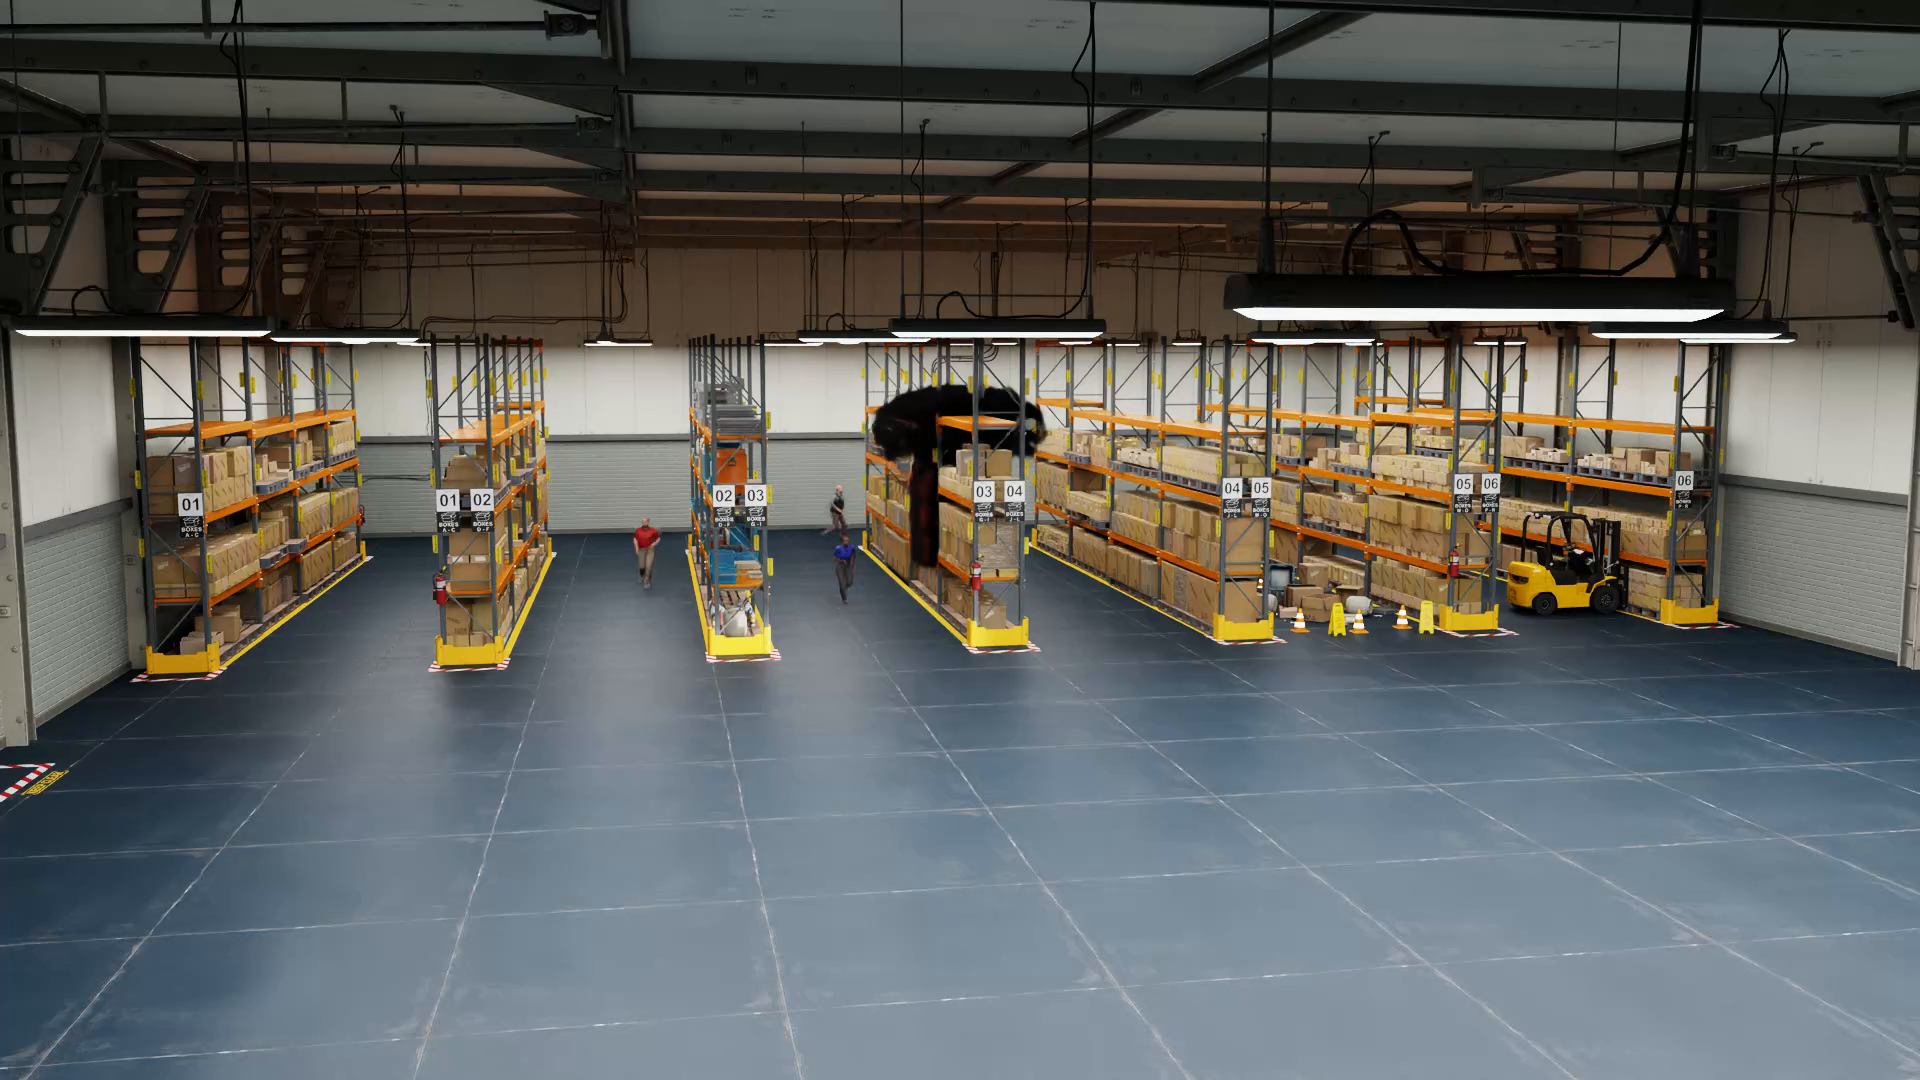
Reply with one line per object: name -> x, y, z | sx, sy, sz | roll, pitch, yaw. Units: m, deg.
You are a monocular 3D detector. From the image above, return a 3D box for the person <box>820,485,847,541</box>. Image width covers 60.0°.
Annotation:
person -> -3.746, -0.774, 49.645 | 0.786, 1.720, 0.713 | 1, 7, 7

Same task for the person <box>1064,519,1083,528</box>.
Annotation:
person -> 3.410, -0.843, 49.864 | 0.678, 1.736, 0.710 | -2, 7, -20

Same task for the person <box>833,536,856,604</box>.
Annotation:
person -> -2.573, 0.670, 37.392 | 0.562, 1.572, 0.676 | -2, 7, -16

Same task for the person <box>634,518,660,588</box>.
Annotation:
person -> -7.544, 0.305, 40.049 | 0.649, 1.697, 0.629 | 0, 7, -3
